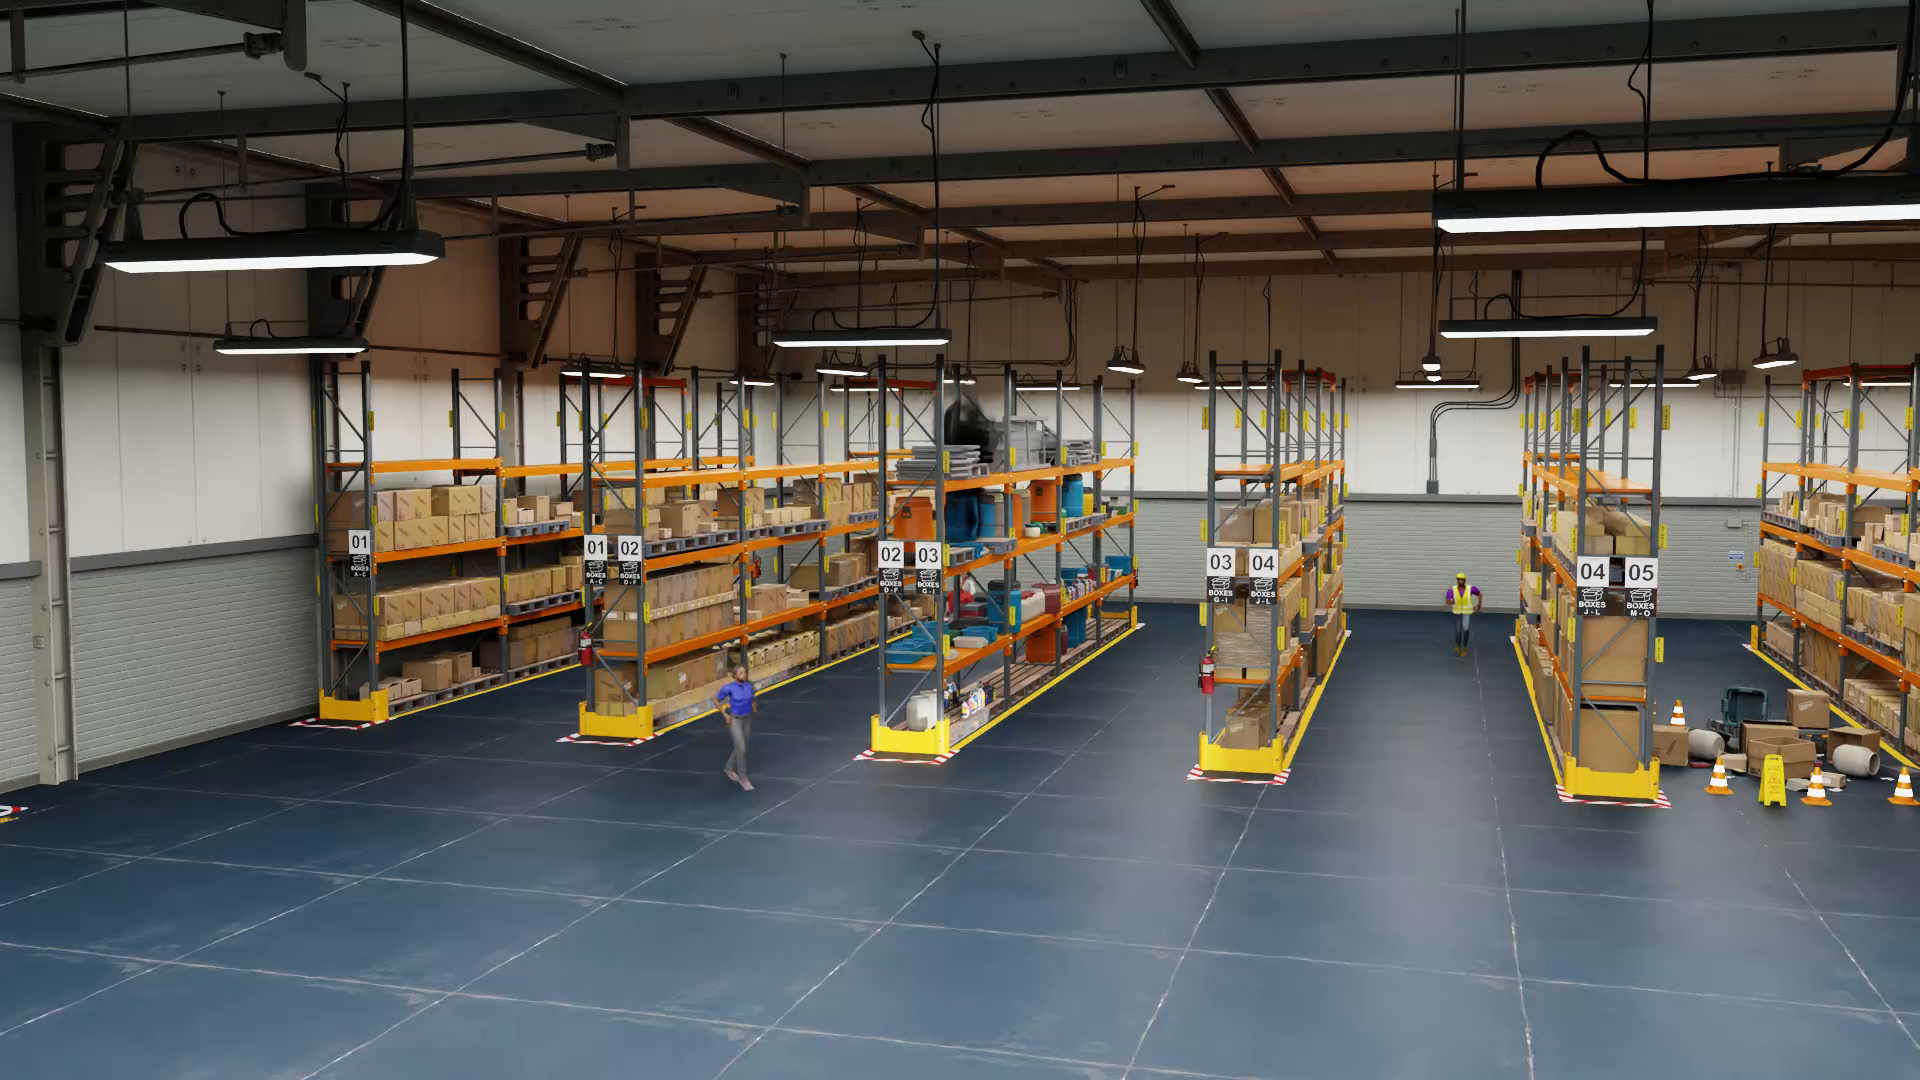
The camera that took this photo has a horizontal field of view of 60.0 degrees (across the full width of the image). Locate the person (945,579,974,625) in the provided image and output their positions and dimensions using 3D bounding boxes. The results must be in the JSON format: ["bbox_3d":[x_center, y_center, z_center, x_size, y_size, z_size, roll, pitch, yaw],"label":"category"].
[{"bbox_3d":[-0.018,1.664,34.819,0.676,1.693,0.886,1,4,18],"label":"person"}]

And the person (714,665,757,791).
[{"bbox_3d":[-3.030,2.553,22.787,0.755,1.701,0.577,4,6,44],"label":"person"}]

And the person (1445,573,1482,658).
[{"bbox_3d":[10.706,1.597,35.401,0.710,1.801,0.892,2,4,25],"label":"person"}]

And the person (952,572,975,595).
[{"bbox_3d":[0.091,1.476,38.039,0.522,1.639,0.683,0,4,-1],"label":"person"}]
